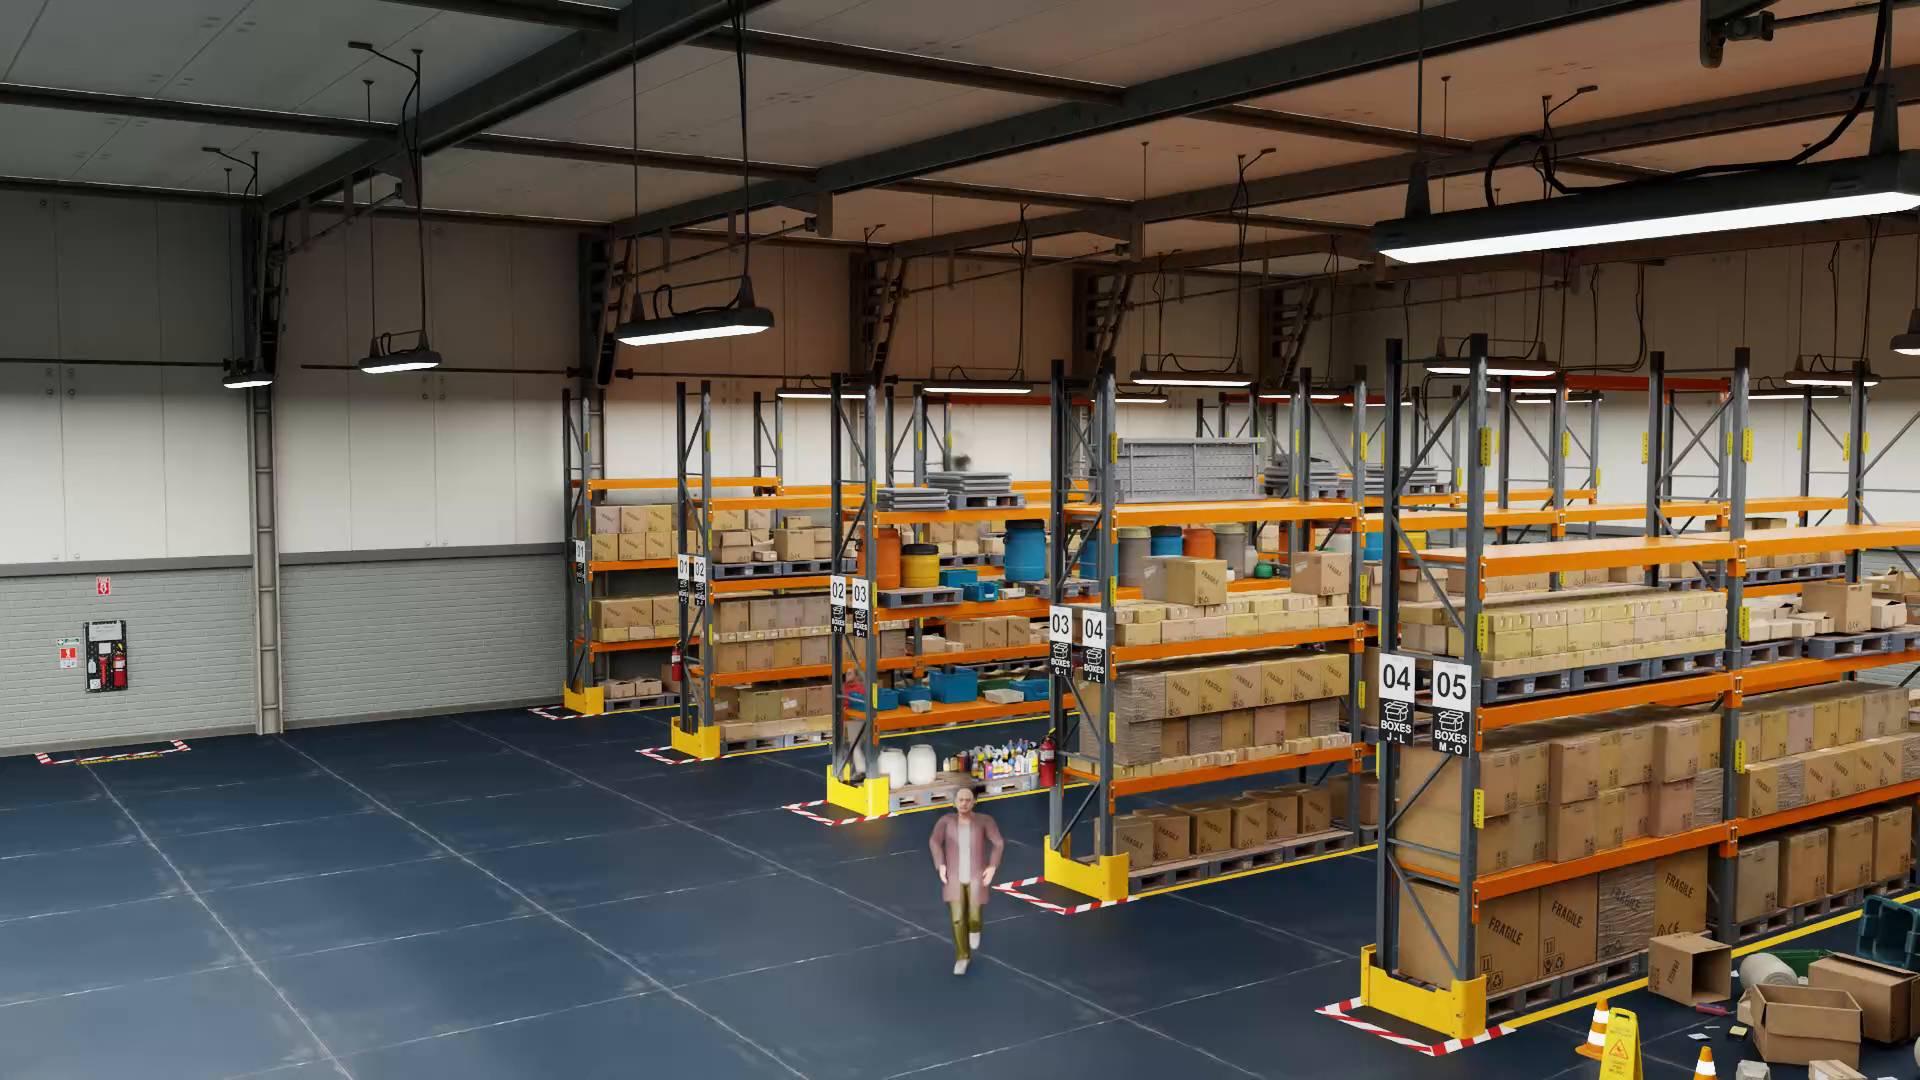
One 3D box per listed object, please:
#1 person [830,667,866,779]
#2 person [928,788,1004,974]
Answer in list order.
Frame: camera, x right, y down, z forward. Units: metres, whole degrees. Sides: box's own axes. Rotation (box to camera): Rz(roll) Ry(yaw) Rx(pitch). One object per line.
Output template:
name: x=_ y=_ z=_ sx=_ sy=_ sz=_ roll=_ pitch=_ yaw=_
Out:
person: x=-1.655 y=2.723 z=24.682 sx=0.647 sy=1.686 sz=0.644 roll=3 pitch=5 yaw=36
person: x=0.059 y=3.264 z=16.169 sx=0.737 sy=1.742 sz=0.742 roll=0 pitch=4 yaw=2
